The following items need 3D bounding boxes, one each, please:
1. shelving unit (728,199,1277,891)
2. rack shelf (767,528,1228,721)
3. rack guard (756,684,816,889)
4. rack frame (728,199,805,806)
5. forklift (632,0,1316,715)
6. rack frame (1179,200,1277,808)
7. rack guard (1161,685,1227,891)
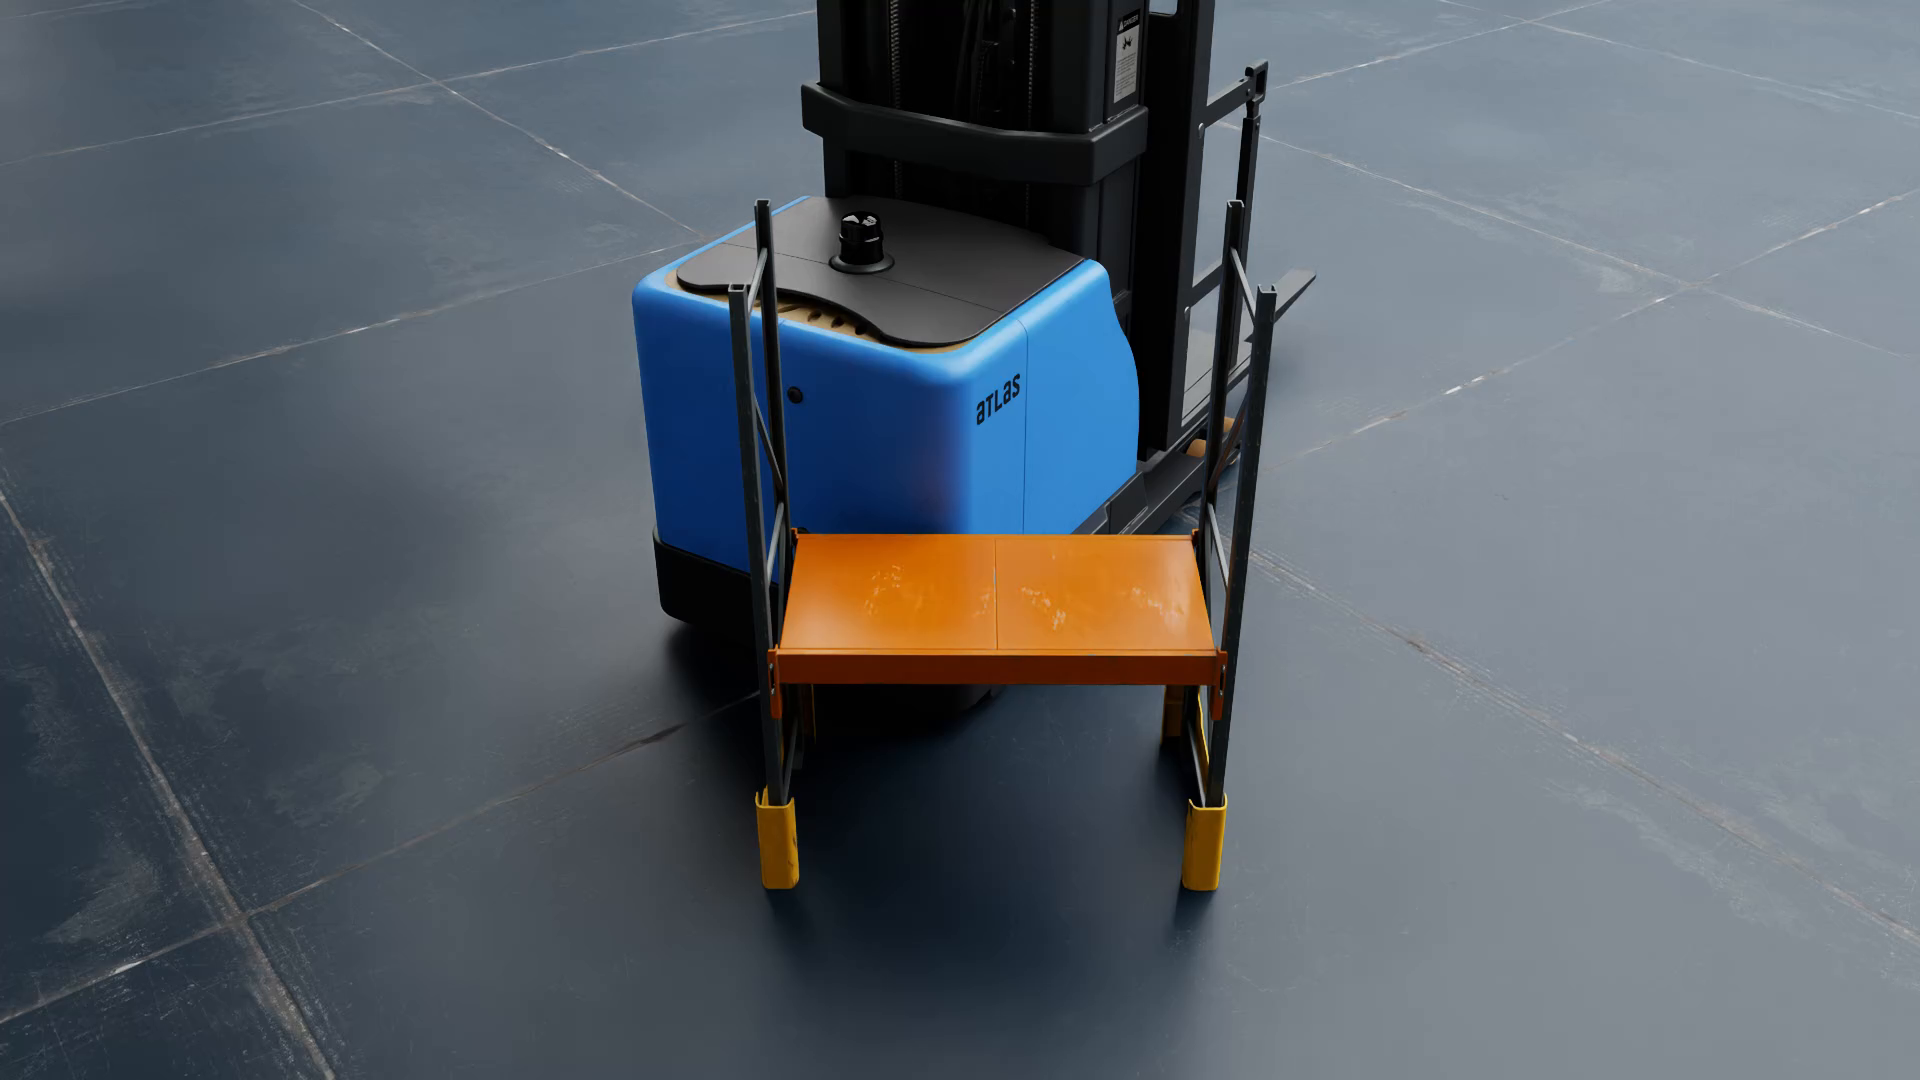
[{"bbox_3d":[0.073,0.033,3.775,1.083,1.500,0.587,0,32,0],"label":"shelving unit"},{"bbox_3d":[0.082,0.186,3.870,1.000,0.185,0.538,0,32,0],"label":"rack shelf"},{"bbox_3d":[-0.425,0.563,4.107,0.087,0.250,0.587,0,32,0],"label":"rack guard"},{"bbox_3d":[-0.426,0.032,3.777,0.032,1.500,0.500,0,32,0],"label":"rack frame"},{"bbox_3d":[0.328,-1.528,4.932,1.130,2.935,3.031,18,36,26],"label":"forklift"},{"bbox_3d":[0.591,0.035,3.772,0.032,1.500,0.500,0,32,0],"label":"rack frame"},{"bbox_3d":[0.571,0.566,4.102,0.087,0.250,0.587,0,32,0],"label":"rack guard"}]
